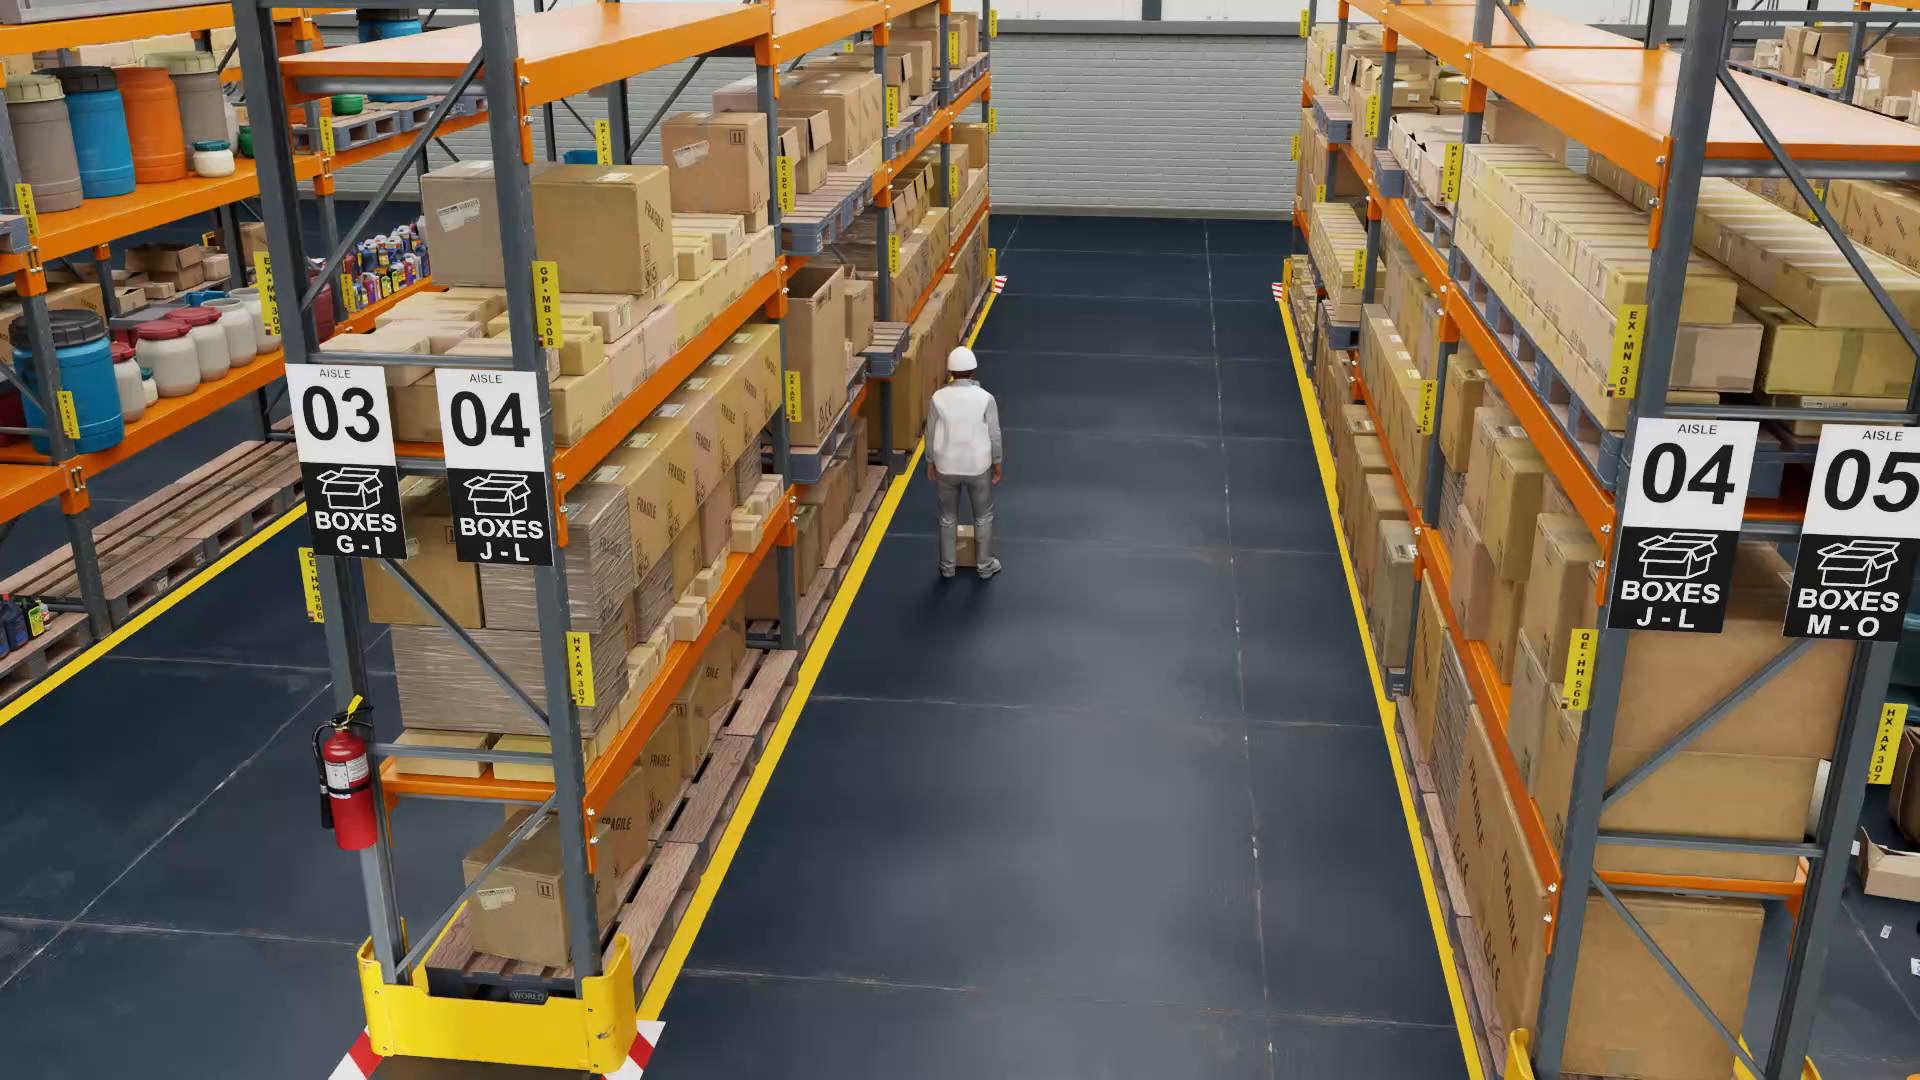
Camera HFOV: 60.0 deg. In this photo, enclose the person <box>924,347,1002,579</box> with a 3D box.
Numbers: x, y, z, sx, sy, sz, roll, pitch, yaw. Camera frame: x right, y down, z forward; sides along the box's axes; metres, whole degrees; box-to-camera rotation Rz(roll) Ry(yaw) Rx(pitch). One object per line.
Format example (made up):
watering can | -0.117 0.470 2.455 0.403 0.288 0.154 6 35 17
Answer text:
person | 0.027 -0.574 12.540 0.585 1.771 0.466 2 21 6
